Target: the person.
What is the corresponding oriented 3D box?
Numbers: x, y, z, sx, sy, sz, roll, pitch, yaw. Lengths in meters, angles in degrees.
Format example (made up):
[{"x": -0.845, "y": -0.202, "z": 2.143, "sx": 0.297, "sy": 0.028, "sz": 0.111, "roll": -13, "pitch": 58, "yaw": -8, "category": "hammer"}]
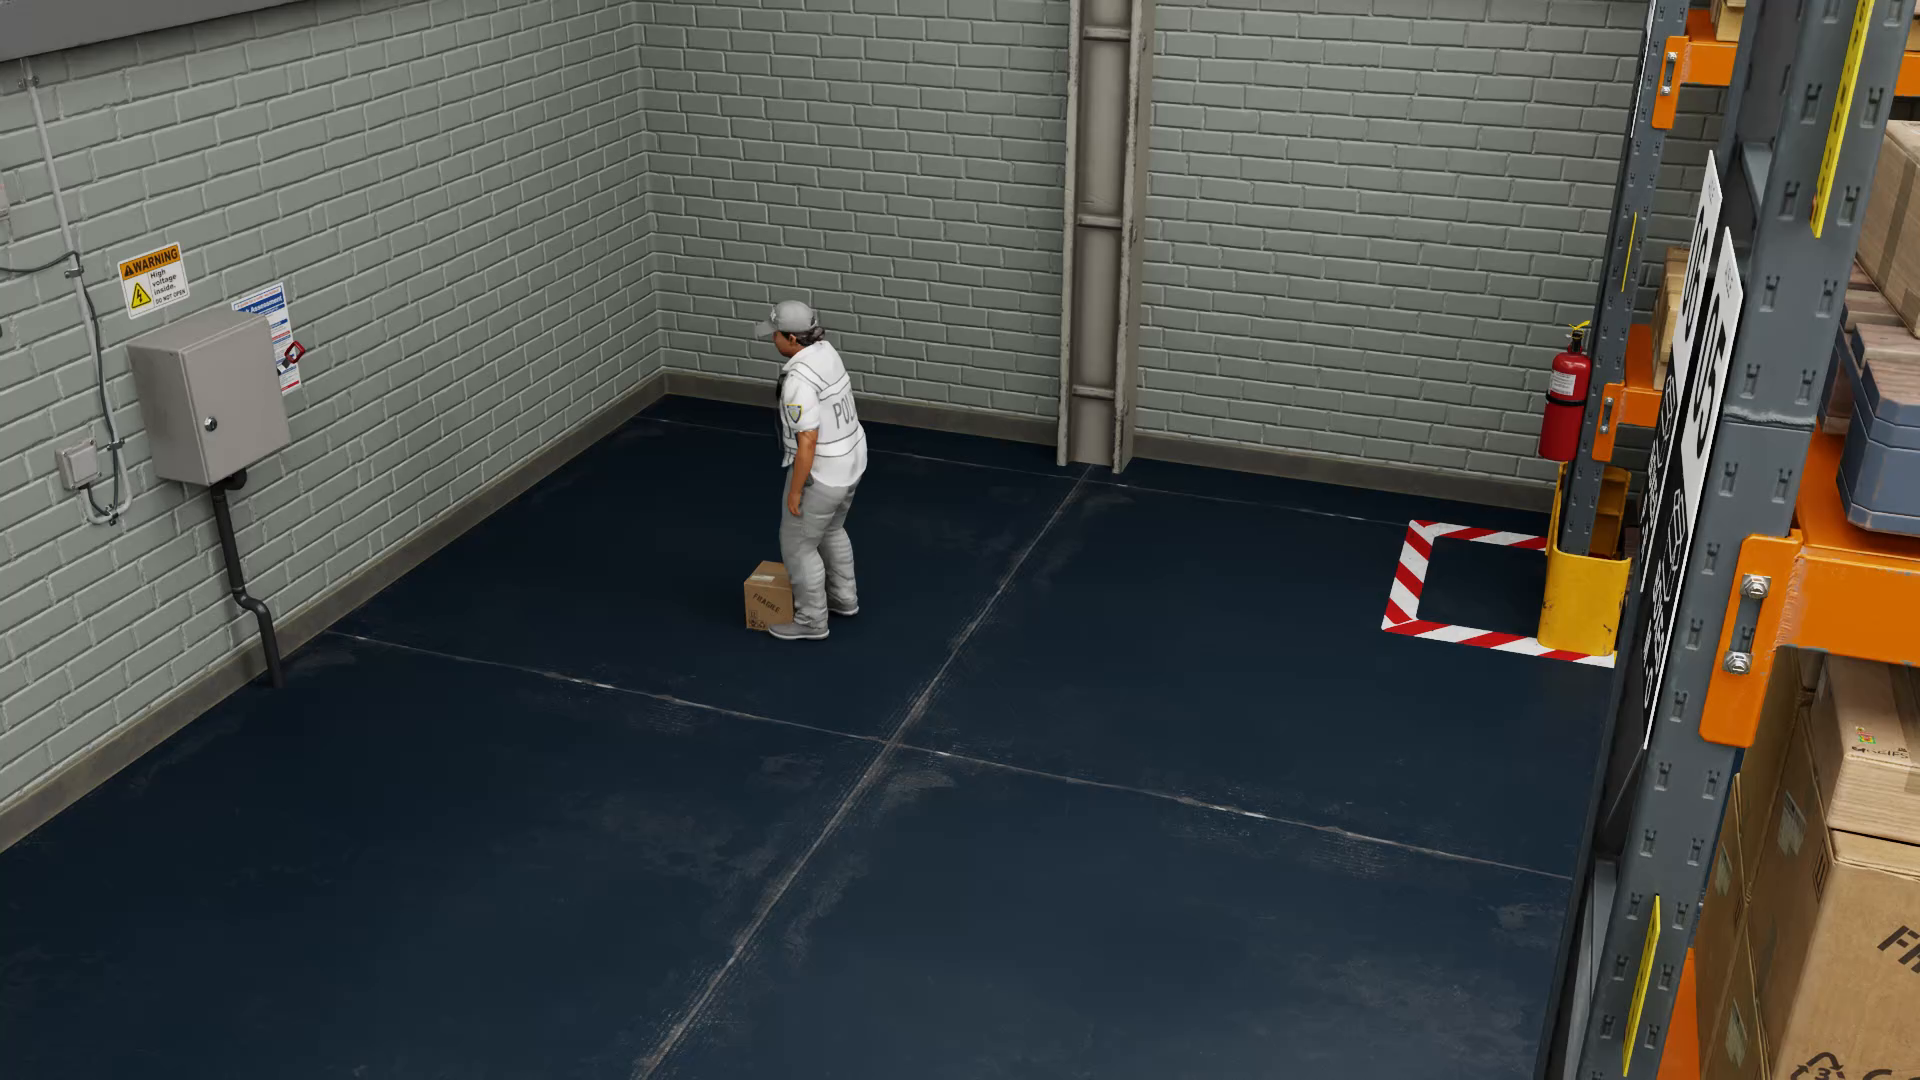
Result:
[{"x": -0.684, "y": -0.324, "z": 7.773, "sx": 0.469, "sy": 1.665, "sz": 0.562, "roll": 7, "pitch": 27, "yaw": 14, "category": "person"}]
